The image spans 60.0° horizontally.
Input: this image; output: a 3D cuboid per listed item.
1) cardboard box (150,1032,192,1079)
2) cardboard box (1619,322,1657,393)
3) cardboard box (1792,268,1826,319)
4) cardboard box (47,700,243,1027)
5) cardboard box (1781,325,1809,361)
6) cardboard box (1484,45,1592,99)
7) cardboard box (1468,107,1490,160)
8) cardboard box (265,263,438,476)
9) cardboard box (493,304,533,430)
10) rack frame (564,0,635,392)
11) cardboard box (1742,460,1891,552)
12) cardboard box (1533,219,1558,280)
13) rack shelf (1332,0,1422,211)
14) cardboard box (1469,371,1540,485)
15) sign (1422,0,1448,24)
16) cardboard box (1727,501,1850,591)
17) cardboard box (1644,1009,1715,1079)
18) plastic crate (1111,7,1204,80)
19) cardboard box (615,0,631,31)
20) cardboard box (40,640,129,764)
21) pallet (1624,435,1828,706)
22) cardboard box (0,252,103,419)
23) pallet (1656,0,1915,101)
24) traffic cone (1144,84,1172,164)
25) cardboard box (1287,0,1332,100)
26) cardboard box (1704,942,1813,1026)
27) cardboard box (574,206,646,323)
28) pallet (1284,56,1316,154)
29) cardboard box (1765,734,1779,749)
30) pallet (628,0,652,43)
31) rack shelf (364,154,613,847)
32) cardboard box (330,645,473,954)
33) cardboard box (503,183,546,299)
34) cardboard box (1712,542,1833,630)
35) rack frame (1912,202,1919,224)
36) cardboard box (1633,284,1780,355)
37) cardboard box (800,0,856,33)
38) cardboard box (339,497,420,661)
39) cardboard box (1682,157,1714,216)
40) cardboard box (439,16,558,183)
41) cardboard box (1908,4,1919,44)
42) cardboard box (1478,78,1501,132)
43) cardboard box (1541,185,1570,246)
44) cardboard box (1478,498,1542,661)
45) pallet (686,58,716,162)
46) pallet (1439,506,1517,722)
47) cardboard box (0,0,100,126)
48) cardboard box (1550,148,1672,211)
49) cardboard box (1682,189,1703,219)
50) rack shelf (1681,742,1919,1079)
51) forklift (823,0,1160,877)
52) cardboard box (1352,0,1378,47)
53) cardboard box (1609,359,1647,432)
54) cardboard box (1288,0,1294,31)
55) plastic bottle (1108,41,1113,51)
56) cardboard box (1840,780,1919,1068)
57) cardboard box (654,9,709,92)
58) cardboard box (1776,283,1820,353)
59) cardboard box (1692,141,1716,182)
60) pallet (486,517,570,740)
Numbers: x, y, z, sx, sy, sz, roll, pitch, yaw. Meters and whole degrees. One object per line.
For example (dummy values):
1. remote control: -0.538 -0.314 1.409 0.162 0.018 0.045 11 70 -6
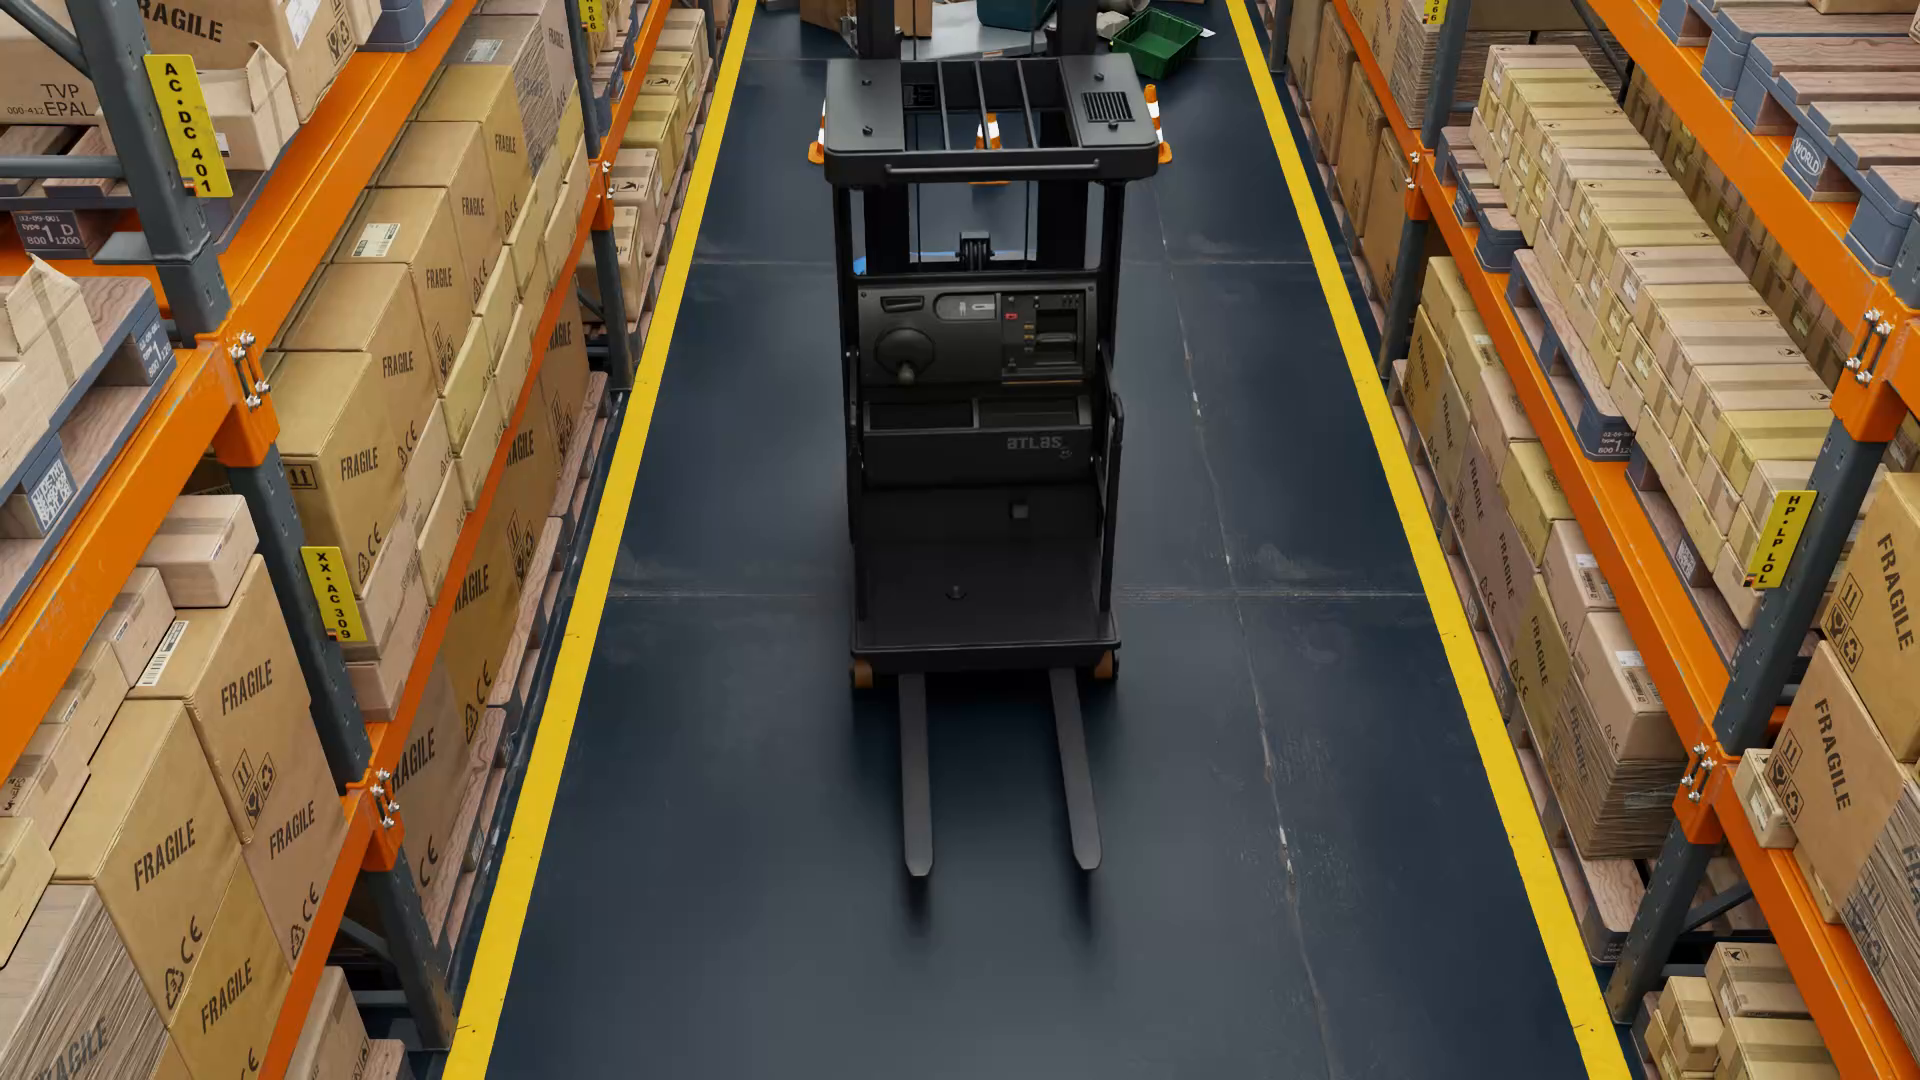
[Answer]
1. cardboard box: -1.939 1.403 3.520 0.500 0.500 0.500 -1 39 -1
2. cardboard box: 2.533 -0.635 5.771 0.380 0.149 0.250 -2 39 -2
3. cardboard box: 3.191 -0.904 5.868 0.380 0.149 0.250 1 39 2
4. cardboard box: -1.947 0.699 3.599 0.500 0.500 0.500 -1 39 -1
5. cardboard box: 3.187 -0.680 6.064 0.380 0.149 0.250 -1 39 -1
6. cardboard box: 2.536 -2.058 7.309 0.380 0.149 0.250 0 39 0
7. cardboard box: 2.528 -1.838 7.510 0.380 0.149 0.250 -1 39 -1
8. cardboard box: -1.957 -0.506 5.104 0.500 0.500 0.500 0 39 0
9. cardboard box: -1.931 -0.657 6.291 0.500 0.250 0.500 -1 39 -1
10. rack frame: -2.221 -1.985 7.828 1.000 3.000 0.127 0 39 0
11. cardboard box: 2.538 -0.099 4.865 0.380 0.149 0.250 2 39 2
12. cardboard box: 2.533 -1.166 6.671 0.380 0.149 0.250 1 39 1
13. rack shelf: 2.727 -3.022 9.697 1.077 0.370 4.000 0 39 0
14. cardboard box: 2.476 -0.475 7.007 0.500 0.250 0.500 0 39 0
15. sign: 2.174 -2.501 7.547 0.100 0.325 0.005 0 39 0
16. cardboard box: 2.536 0.019 4.955 0.380 0.149 0.250 1 39 1
17. cardboard box: 2.413 1.626 5.266 0.380 0.149 0.250 -2 39 -2
18. plastic crate: 1.414 -3.586 12.029 0.450 0.188 0.662 27 45 16
19. cardboard box: -1.936 -2.774 8.678 0.380 0.149 0.250 0 39 0
20. cardboard box: -2.015 0.347 3.520 0.380 0.149 0.250 0 39 0
21. pallet: 2.878 0.046 5.447 1.003 0.211 1.213 0 39 0
22. cardboard box: -1.895 -0.405 3.150 0.396 0.266 0.258 1 39 1
23. pallet: 2.835 -1.682 5.202 1.213 0.211 1.003 0 39 0
24. traffic cone: 1.216 -2.724 10.779 0.336 0.463 0.334 0 39 0
25. cardboard box: 2.815 -3.451 11.121 1.050 0.750 0.750 0 39 0
26. cardboard box: 2.527 1.382 5.096 0.380 0.149 0.250 1 39 2
27. cardboard box: -2.211 -1.477 8.960 0.950 0.372 0.625 -2 39 -3
28. pallet: 2.801 -2.983 11.303 1.003 0.211 1.213 0 39 0
29. cardboard box: 2.997 0.506 5.783 0.500 0.250 0.500 -2 39 -2
30. pallet: -2.264 -3.148 9.433 1.003 0.211 1.213 0 39 0
31. rack shelf: -2.218 -0.454 6.493 1.077 0.370 4.000 0 39 0
32. cardboard box: -2.297 0.794 5.724 0.875 0.875 0.875 1 39 1
33. cardboard box: -1.941 -1.178 6.542 0.500 0.250 0.500 -1 39 -1
34. cardboard box: 2.535 0.135 5.047 0.380 0.149 0.250 -1 39 -1
35. rack frame: 2.734 -1.892 2.914 1.000 3.000 0.127 0 39 0
36. cardboard box: 2.541 -0.747 5.673 0.380 0.149 0.250 -1 39 -2
37. cardboard box: -0.866 -4.183 12.568 0.500 0.500 0.500 28 46 30
38. cardboard box: -1.935 0.104 4.941 0.500 0.250 0.500 -1 39 -1
39. cardboard box: 3.190 -1.437 6.772 0.380 0.149 0.250 0 39 0
40. cardboard box: -1.950 -1.770 6.681 0.500 0.500 0.500 1 39 1
41. cardboard box: 2.943 -1.401 4.436 0.500 0.311 0.500 -1 39 -1
42. cardboard box: 2.529 -1.931 7.389 0.380 0.149 0.250 2 39 2
43. cardboard box: 2.535 -1.281 6.577 0.380 0.149 0.250 0 39 0
44. cardboard box: 2.485 0.157 6.819 0.500 0.500 0.500 -1 39 -1
45. pallet: -2.223 -2.912 11.214 1.003 0.211 1.213 0 39 0
46. pallet: 2.727 0.286 7.224 1.003 0.211 1.213 0 39 0
47. cardboard box: -2.427 -1.334 4.353 0.500 0.311 0.500 0 39 0
48. cardboard box: 2.537 -1.404 6.493 0.380 0.149 0.250 2 39 2
49. cardboard box: 3.185 -1.338 6.886 0.380 0.149 0.250 -1 39 -1
50. rack shelf: 2.736 1.981 3.455 1.077 0.370 4.000 0 39 0
51. forklift: 0.083 -0.732 6.320 1.130 2.935 3.031 -2 39 -2
52. cardboard box: 2.461 -2.997 9.011 0.500 0.500 0.500 -1 39 -1
53. cardboard box: 2.530 -0.514 5.857 0.380 0.149 0.250 -2 39 -2
54. cardboard box: 2.794 -4.281 12.057 0.875 0.875 0.875 1 39 1
55. plastic bottle: 1.215 -3.578 12.166 0.133 0.061 0.283 -20 43 -23
56. cardboard box: 2.490 0.914 3.893 0.500 0.500 0.500 0 39 0
57. cardboard box: -2.222 -3.297 11.231 0.950 0.372 0.625 0 39 1
58. cardboard box: 3.187 -0.800 5.976 0.380 0.149 0.250 -1 39 -1
59. cardboard box: 3.191 -1.556 6.682 0.380 0.149 0.250 1 39 1
60. pallet: -2.297 0.357 7.136 1.003 0.211 1.213 0 39 0
